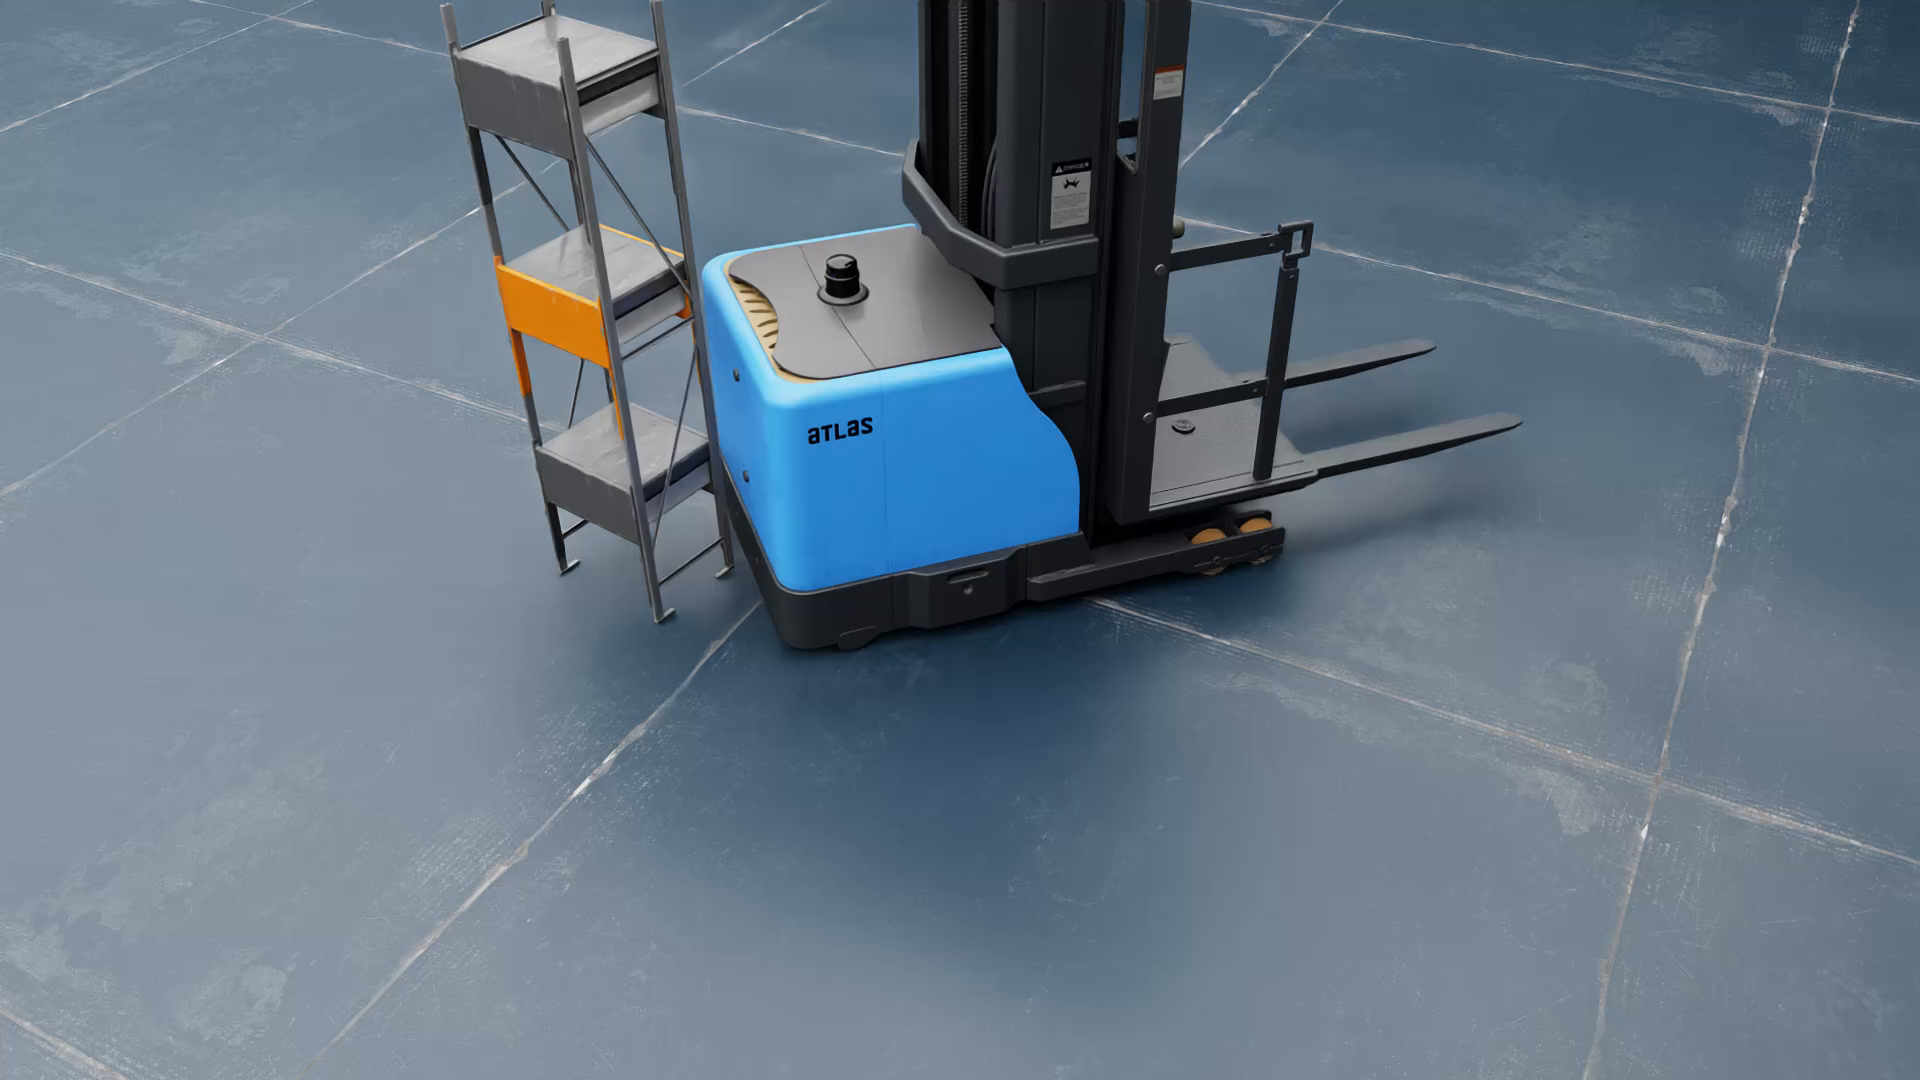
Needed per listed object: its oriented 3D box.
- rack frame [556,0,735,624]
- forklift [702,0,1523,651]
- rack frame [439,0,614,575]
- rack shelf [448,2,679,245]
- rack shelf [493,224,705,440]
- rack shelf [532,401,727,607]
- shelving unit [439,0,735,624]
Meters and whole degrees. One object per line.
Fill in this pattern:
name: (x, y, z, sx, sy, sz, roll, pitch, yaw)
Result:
rack frame: (-0.971, -0.640, 5.340, 0.015, 2.100, 0.400, 23, 44, 29)
forklift: (0.663, -1.330, 5.579, 3.031, 2.935, 1.130, -12, 39, -16)
rack frame: (-1.364, -0.809, 5.574, 0.015, 2.100, 0.400, 23, 44, 29)
rack shelf: (-1.180, -1.270, 5.041, 0.480, 0.518, 0.431, 23, 44, 29)
rack shelf: (-1.167, -0.714, 5.466, 0.480, 0.518, 0.431, 23, 44, 29)
rack shelf: (-1.154, -0.157, 5.890, 0.480, 0.518, 0.431, 23, 44, 29)
shelving unit: (-1.167, -0.725, 5.457, 0.503, 2.100, 0.431, 23, 44, 29)
